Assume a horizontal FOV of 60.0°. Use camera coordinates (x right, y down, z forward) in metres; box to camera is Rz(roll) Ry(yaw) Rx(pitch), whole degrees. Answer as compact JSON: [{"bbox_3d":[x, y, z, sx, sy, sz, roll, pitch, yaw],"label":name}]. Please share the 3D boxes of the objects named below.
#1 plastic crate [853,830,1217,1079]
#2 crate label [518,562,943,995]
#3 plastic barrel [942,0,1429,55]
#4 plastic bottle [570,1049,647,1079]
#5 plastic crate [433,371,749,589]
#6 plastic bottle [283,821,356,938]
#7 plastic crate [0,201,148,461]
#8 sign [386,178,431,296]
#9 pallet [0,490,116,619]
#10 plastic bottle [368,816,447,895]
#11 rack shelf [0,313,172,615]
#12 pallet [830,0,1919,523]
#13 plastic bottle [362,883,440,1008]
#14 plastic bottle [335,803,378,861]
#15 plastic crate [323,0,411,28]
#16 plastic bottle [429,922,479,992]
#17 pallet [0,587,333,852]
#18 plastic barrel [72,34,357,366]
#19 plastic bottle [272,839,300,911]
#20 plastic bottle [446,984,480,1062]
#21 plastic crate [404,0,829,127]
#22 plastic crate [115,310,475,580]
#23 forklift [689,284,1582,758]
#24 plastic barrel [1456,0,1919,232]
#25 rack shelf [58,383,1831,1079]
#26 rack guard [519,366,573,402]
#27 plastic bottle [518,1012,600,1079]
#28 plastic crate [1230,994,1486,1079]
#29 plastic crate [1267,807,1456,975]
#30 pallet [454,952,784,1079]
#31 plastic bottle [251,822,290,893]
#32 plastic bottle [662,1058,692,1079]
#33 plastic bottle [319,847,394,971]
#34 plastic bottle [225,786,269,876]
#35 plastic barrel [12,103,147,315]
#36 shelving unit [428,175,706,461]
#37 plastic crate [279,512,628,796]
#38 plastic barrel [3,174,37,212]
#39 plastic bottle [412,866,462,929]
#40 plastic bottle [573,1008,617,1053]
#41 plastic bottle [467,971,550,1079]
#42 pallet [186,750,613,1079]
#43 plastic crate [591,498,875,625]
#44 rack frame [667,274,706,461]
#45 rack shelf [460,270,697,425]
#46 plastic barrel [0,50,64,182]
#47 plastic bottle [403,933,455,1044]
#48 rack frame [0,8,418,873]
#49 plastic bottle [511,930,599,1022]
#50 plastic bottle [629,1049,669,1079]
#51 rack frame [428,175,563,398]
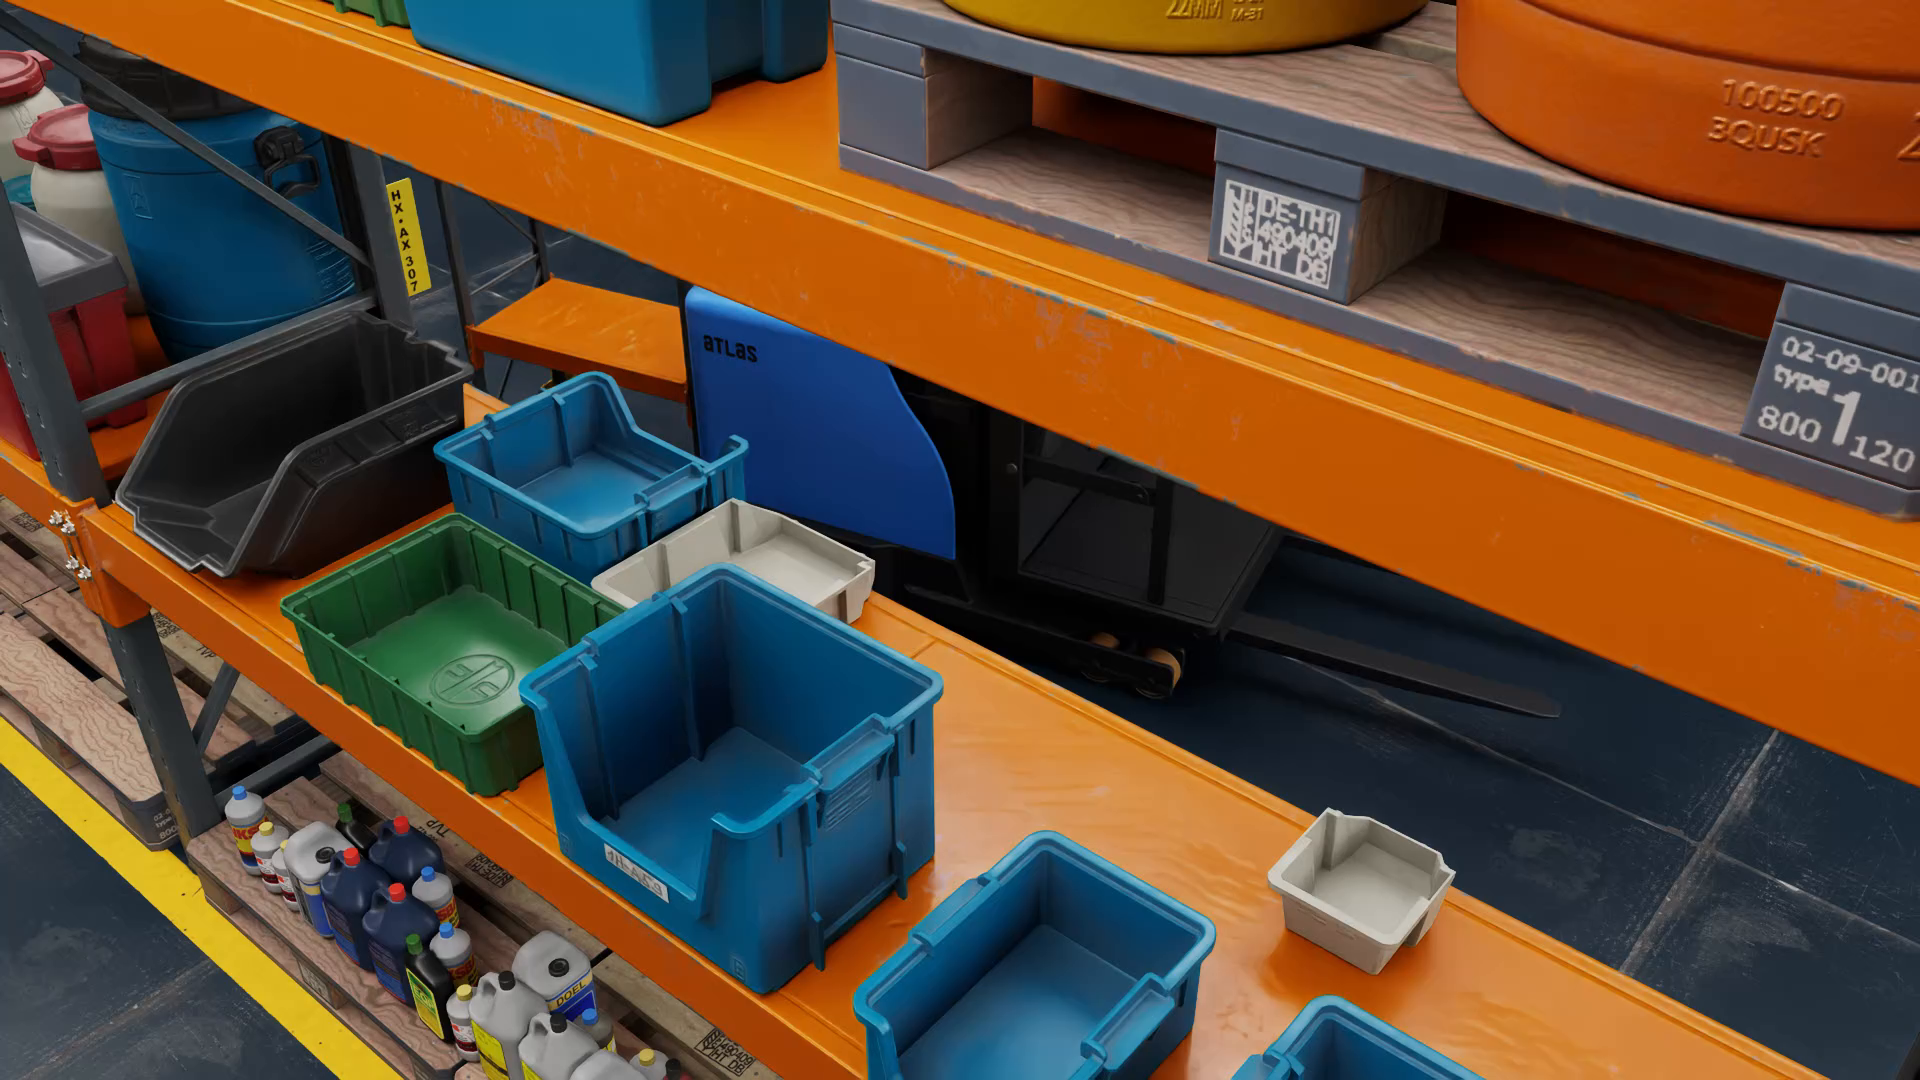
[{"bbox_3d":[0.122,0.747,2.644,0.408,0.251,0.499,25,42,32],"label":"plastic crate"},{"bbox_3d":[-0.394,0.411,2.971,0.616,0.435,0.502,25,42,32],"label":"crate label"},{"bbox_3d":[0.236,-0.870,1.681,0.600,0.588,0.600,0,34,0],"label":"plastic barrel"},{"bbox_3d":[-0.781,1.288,3.742,0.135,0.276,0.152,24,41,31],"label":"plastic bottle"},{"bbox_3d":[-0.856,-0.130,3.921,0.616,0.251,0.499,25,42,32],"label":"plastic crate"},{"bbox_3d":[-1.650,0.878,4.338,0.135,0.276,0.152,27,43,33],"label":"plastic bottle"},{"bbox_3d":[-2.448,-0.543,4.334,0.583,0.464,0.402,25,42,32],"label":"plastic crate"},{"bbox_3d":[-1.520,-0.824,4.555,0.005,0.325,0.100,25,42,32],"label":"sign"},{"bbox_3d":[-3.451,-0.034,6.113,1.213,0.211,1.003,25,42,32],"label":"pallet"},{"bbox_3d":[-1.433,0.847,4.319,0.185,0.351,0.144,25,42,32],"label":"plastic bottle"},{"bbox_3d":[-3.418,-0.902,5.549,4.000,0.370,1.077,25,42,32],"label":"rack shelf"},{"bbox_3d":[0.620,-0.526,1.884,1.213,0.211,1.003,25,42,32],"label":"pallet"},{"bbox_3d":[-1.381,0.978,4.128,0.185,0.351,0.144,23,41,30],"label":"plastic bottle"},{"bbox_3d":[-1.582,0.829,4.404,0.133,0.283,0.061,25,42,32],"label":"plastic bottle"},{"bbox_3d":[-0.842,-0.933,2.497,0.450,0.188,0.336,25,42,32],"label":"plastic crate"},{"bbox_3d":[-1.244,1.047,4.097,0.097,0.271,0.097,0,34,0],"label":"plastic bottle"},{"bbox_3d":[-2.509,0.408,5.470,1.213,0.211,1.003,25,42,32],"label":"pallet"},{"bbox_3d":[-1.984,-0.953,4.545,0.708,0.901,0.600,25,42,32],"label":"plastic barrel"},{"bbox_3d":[-1.760,0.878,4.406,0.097,0.201,0.097,0,34,0],"label":"plastic bottle"},{"bbox_3d":[-1.178,1.152,4.006,0.097,0.201,0.097,0,34,0],"label":"plastic bottle"},{"bbox_3d":[-0.465,-0.815,2.152,0.575,0.384,0.392,25,42,32],"label":"plastic crate"},{"bbox_3d":[-1.560,-0.204,3.952,0.504,0.338,0.767,25,42,32],"label":"plastic crate"},{"bbox_3d":[0.578,-0.997,5.113,3.031,2.935,1.130,20,39,26],"label":"forklift"},{"bbox_3d":[0.739,-0.733,1.267,0.708,0.830,0.600,25,42,32],"label":"plastic barrel"},{"bbox_3d":[-0.343,0.547,3.440,4.000,0.370,1.077,25,42,32],"label":"rack shelf"},{"bbox_3d":[-1.779,-0.510,6.772,0.087,0.250,0.587,16,38,22],"label":"rack guard"},{"bbox_3d":[-0.911,1.199,3.806,0.185,0.351,0.144,27,43,34],"label":"plastic bottle"},{"bbox_3d":[0.617,0.985,2.298,0.616,0.251,0.499,25,42,32],"label":"plastic crate"},{"bbox_3d":[0.712,0.619,2.932,0.250,0.136,0.298,25,42,32],"label":"plastic crate"},{"bbox_3d":[-0.449,1.378,4.056,1.213,0.211,1.003,25,42,32],"label":"pallet"},{"bbox_3d":[-1.838,0.841,4.459,0.097,0.201,0.097,0,34,0],"label":"plastic bottle"},{"bbox_3d":[-0.607,1.289,3.735,0.133,0.283,0.061,25,42,32],"label":"plastic bottle"},{"bbox_3d":[-1.526,0.909,4.228,0.185,0.351,0.144,26,42,33],"label":"plastic bottle"},{"bbox_3d":[-1.916,0.775,4.493,0.097,0.271,0.097,0,34,0],"label":"plastic bottle"},{"bbox_3d":[-2.475,-0.972,4.896,0.433,0.535,0.433,0,34,0],"label":"plastic barrel"},{"bbox_3d":[-1.335,-0.898,6.232,1.083,1.500,0.587,16,38,22],"label":"shelving unit"},{"bbox_3d":[-1.018,0.228,3.456,0.662,0.188,0.450,25,42,32],"label":"plastic crate"},{"bbox_3d":[-2.800,-0.963,5.125,0.301,0.262,0.301,0,34,0],"label":"plastic barrel"},{"bbox_3d":[-1.337,0.942,4.250,0.097,0.271,0.097,0,34,0],"label":"plastic bottle"},{"bbox_3d":[-0.867,1.192,3.948,0.097,0.201,0.097,0,34,0],"label":"plastic bottle"},{"bbox_3d":[-1.054,1.132,3.904,0.185,0.351,0.144,25,42,31],"label":"plastic bottle"},{"bbox_3d":[-1.391,0.937,4.700,1.213,0.211,1.003,25,42,32],"label":"pallet"},{"bbox_3d":[-0.471,0.112,3.670,0.437,0.136,0.530,25,42,32],"label":"plastic crate"},{"bbox_3d":[-0.874,-0.765,6.040,0.032,1.500,0.500,16,38,22],"label":"rack frame"},{"bbox_3d":[-1.327,-0.747,6.331,1.000,0.185,0.538,16,38,22],"label":"rack shelf"},{"bbox_3d":[-3.039,-1.238,5.283,0.433,0.535,0.433,0,34,0],"label":"plastic barrel"},{"bbox_3d":[-1.280,1.083,4.034,0.133,0.283,0.061,27,43,34],"label":"plastic bottle"},{"bbox_3d":[-1.881,-0.474,4.291,0.127,3.000,1.000,25,42,32],"label":"rack frame"},{"bbox_3d":[-0.978,1.089,4.032,0.135,0.276,0.152,25,42,32],"label":"plastic bottle"},{"bbox_3d":[-0.716,1.258,3.852,0.097,0.201,0.097,0,34,0],"label":"plastic bottle"},{"bbox_3d":[-1.781,-1.026,6.418,0.032,1.500,0.500,16,38,22],"label":"rack frame"}]
